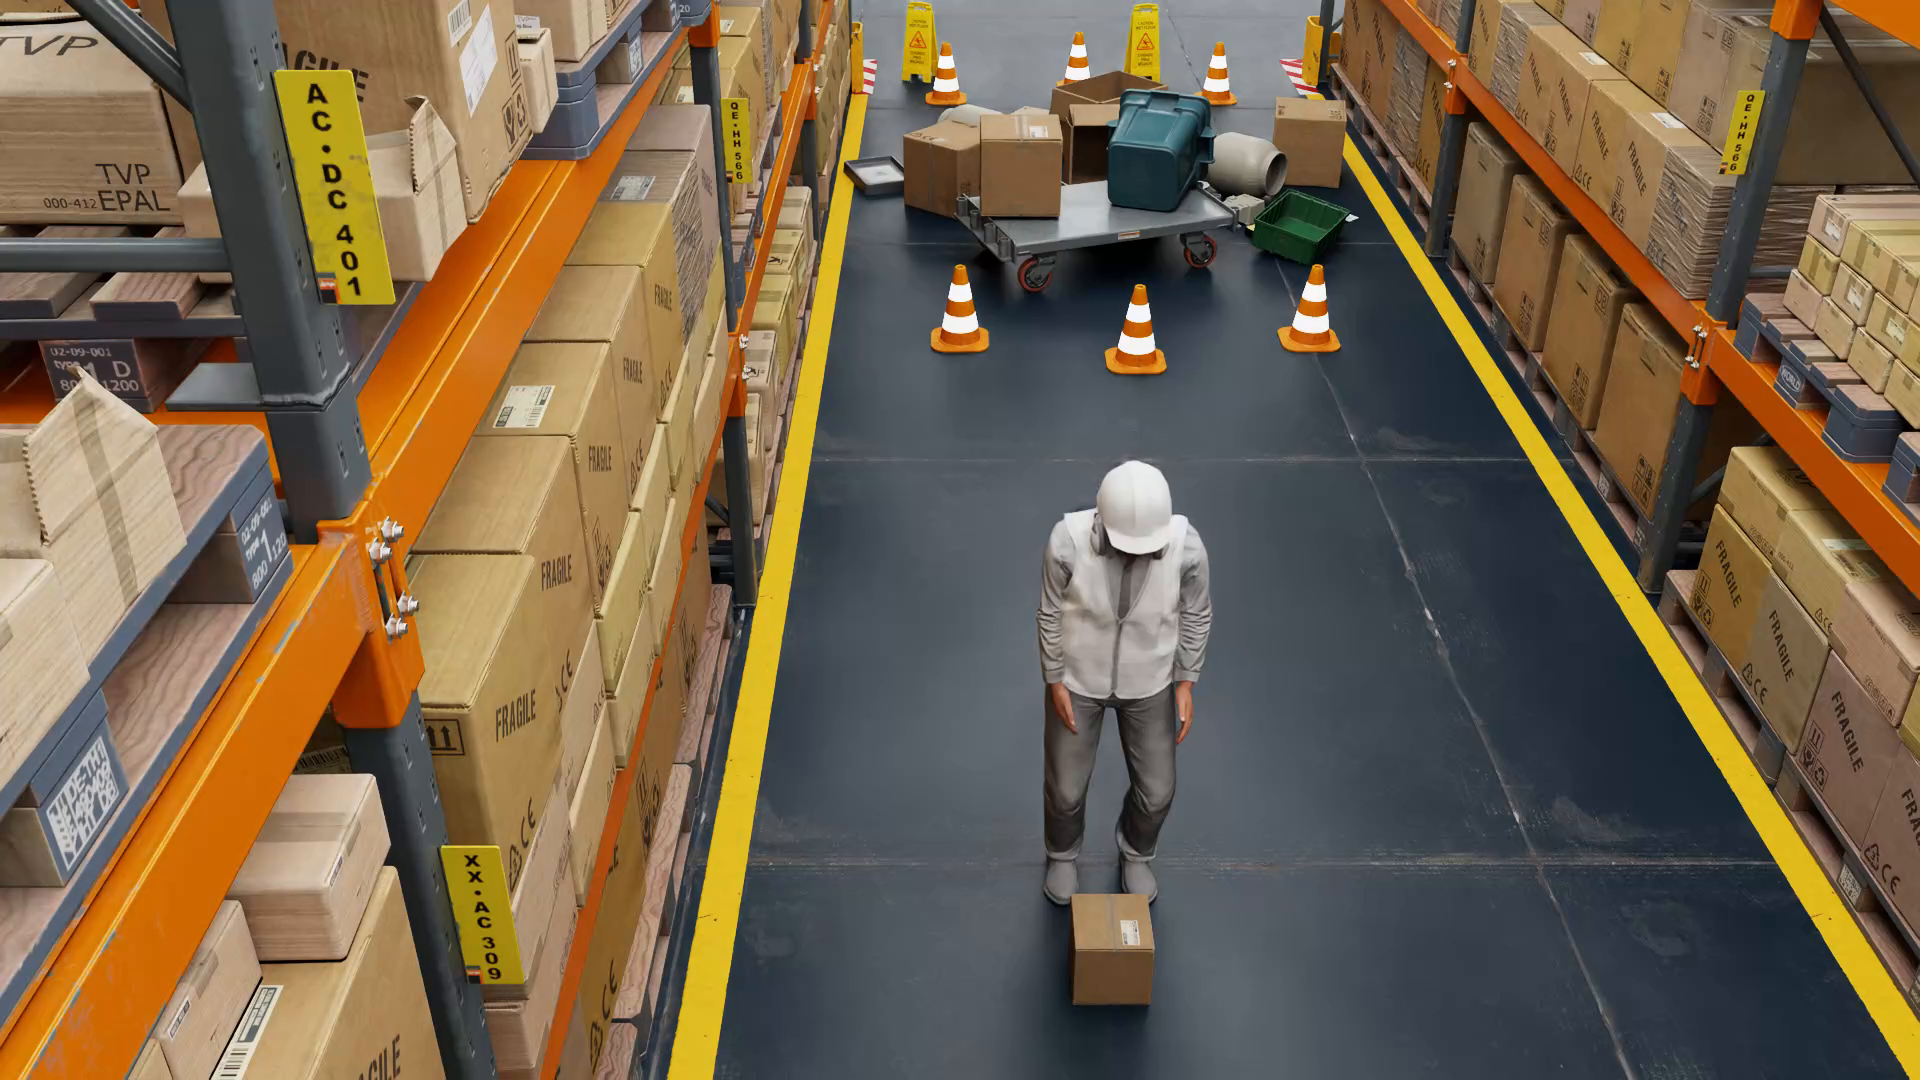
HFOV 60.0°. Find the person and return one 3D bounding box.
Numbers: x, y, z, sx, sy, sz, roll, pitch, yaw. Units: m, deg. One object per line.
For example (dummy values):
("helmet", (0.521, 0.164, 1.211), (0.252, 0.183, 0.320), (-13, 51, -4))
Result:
("person", (0.522, 0.462, 5.412), (0.560, 1.719, 0.476), (1, 31, 1))
